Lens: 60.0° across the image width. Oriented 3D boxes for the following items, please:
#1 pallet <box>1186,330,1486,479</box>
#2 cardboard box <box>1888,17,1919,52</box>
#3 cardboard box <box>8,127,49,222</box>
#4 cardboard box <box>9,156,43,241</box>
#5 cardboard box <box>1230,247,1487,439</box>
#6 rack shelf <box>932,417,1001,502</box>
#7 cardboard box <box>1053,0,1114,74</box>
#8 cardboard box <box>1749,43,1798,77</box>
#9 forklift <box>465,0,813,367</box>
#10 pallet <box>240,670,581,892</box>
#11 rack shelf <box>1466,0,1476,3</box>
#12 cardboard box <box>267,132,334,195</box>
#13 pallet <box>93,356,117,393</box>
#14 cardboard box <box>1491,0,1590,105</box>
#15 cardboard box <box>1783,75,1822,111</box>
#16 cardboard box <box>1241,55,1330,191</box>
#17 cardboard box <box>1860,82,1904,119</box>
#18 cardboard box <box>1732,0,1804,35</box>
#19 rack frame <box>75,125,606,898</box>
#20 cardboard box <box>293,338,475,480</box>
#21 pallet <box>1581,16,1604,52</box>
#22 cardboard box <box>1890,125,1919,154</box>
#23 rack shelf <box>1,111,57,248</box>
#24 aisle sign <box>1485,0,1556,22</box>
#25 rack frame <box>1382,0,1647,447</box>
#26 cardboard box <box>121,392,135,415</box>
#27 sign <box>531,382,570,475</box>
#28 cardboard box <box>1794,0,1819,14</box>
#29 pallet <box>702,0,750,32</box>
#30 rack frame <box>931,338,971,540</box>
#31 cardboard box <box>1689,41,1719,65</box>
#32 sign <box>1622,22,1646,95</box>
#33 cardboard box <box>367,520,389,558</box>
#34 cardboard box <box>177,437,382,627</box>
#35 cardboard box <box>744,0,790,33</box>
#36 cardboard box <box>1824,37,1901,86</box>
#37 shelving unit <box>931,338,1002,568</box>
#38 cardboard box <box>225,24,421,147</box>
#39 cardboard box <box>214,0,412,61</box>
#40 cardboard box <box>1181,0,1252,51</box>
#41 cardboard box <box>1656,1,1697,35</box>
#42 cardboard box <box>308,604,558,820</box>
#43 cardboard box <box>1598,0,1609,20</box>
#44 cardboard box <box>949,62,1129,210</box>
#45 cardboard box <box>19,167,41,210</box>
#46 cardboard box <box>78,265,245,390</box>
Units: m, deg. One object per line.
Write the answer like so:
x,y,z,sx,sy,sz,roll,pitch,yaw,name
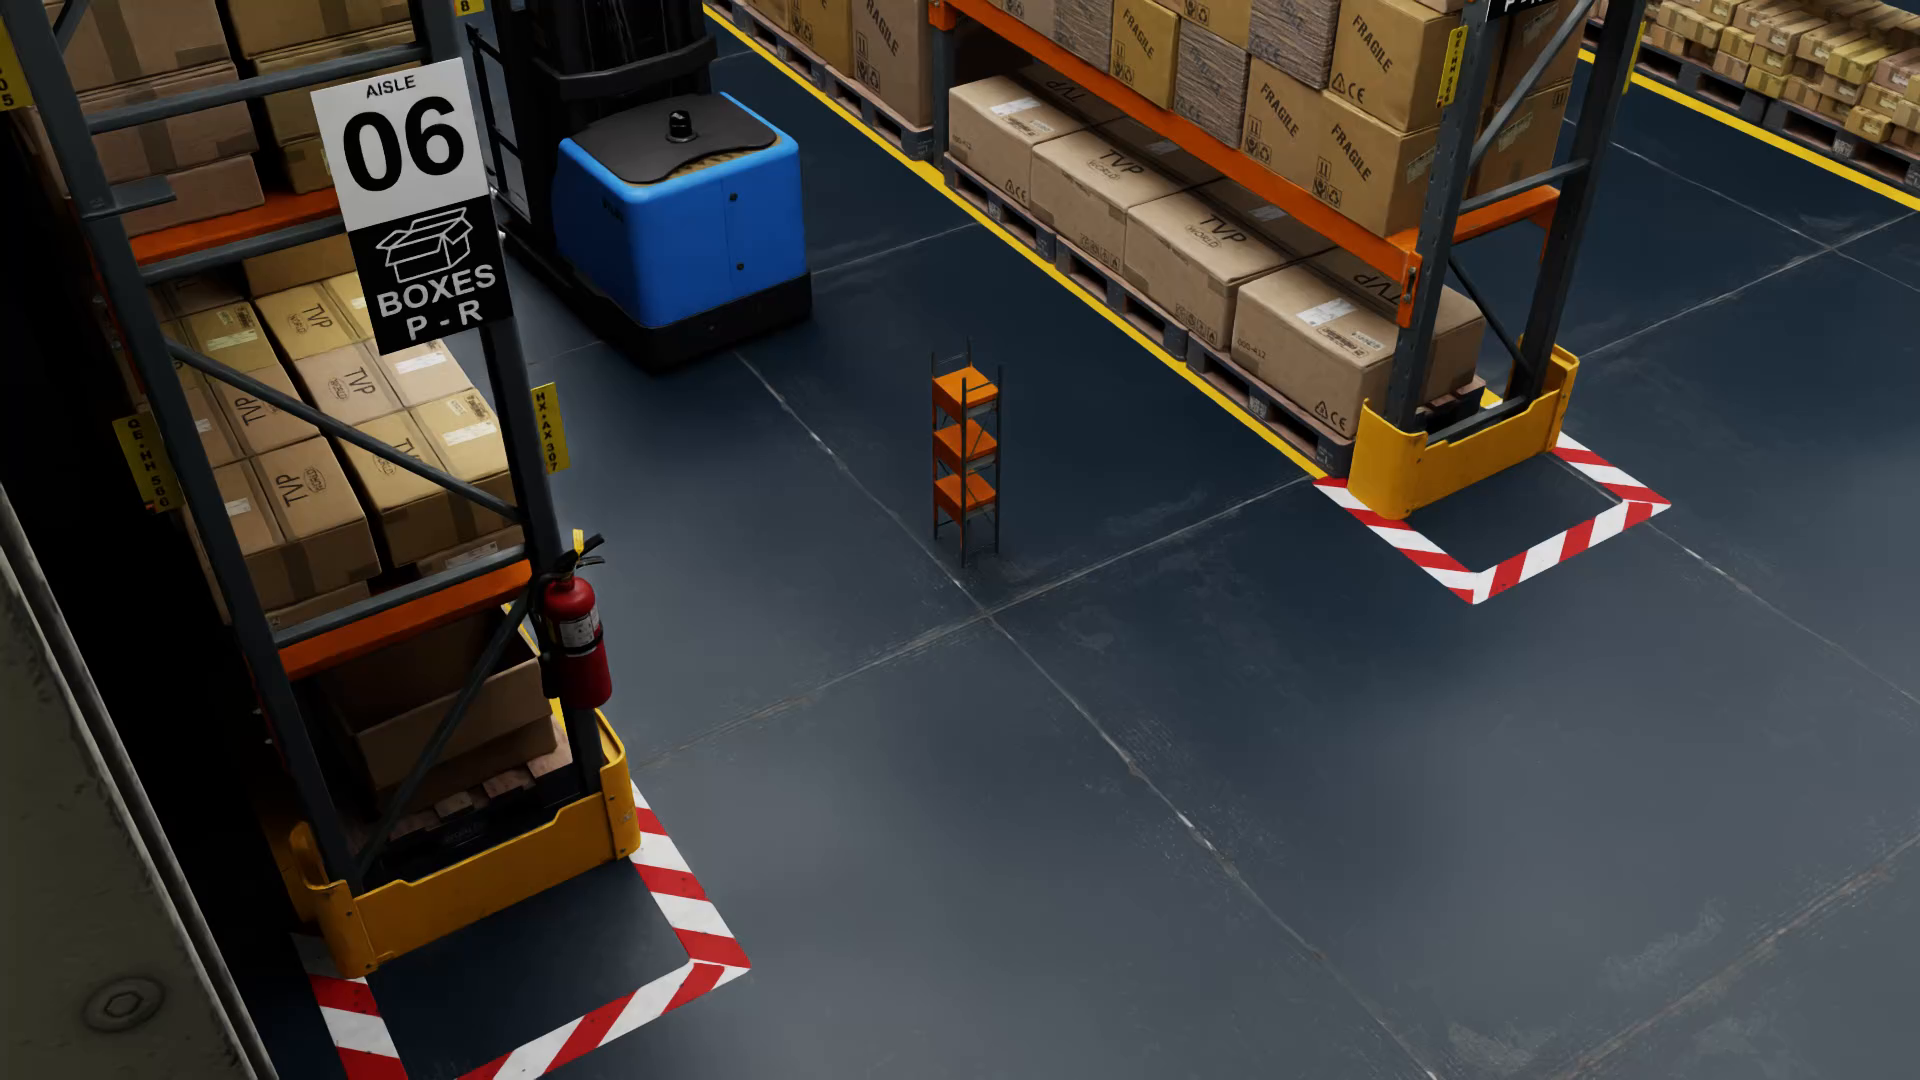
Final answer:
1.939,-0.868,8.687,1.003,0.211,1.213,-22,45,-24,pallet
6.282,-3.275,10.832,0.380,0.149,0.250,-22,45,-25,cardboard box
-3.860,-1.679,7.368,0.500,0.250,0.500,-23,45,-25,cardboard box
-4.955,-1.905,9.378,0.500,0.500,0.500,-24,46,-26,cardboard box
1.996,-1.033,8.381,0.875,0.438,0.875,-24,45,-26,cardboard box
0.029,-0.366,7.447,0.215,0.259,0.240,-22,45,-24,rack shelf
0.845,-2.845,8.803,0.500,0.500,0.500,-22,45,-24,cardboard box
5.460,-3.215,10.992,0.380,0.149,0.250,-22,44,-24,cardboard box
-2.103,-2.937,9.045,1.130,2.935,3.031,-25,46,-27,forklift
-2.218,0.776,6.714,1.003,0.211,1.213,-22,45,-24,pallet
1.360,-3.490,7.875,1.077,0.370,4.000,-22,45,-24,rack shelf
-1.723,-1.132,4.679,0.380,0.149,0.250,-21,44,-24,cardboard box
-4.368,-1.338,9.251,1.003,0.211,1.213,-22,45,-24,pallet
2.417,-2.314,7.386,0.500,0.500,0.500,-23,45,-25,cardboard box
5.659,-2.976,10.938,0.380,0.149,0.250,-22,44,-24,cardboard box
1.695,-2.018,7.811,0.500,0.500,0.500,-23,45,-25,cardboard box
5.935,-2.820,10.518,0.380,0.149,0.250,-23,45,-25,cardboard box
5.398,-3.506,11.108,0.380,0.149,0.250,-24,45,-26,cardboard box
-1.748,0.176,5.256,1.000,3.000,0.127,-22,45,-24,rack frame
-2.036,-0.490,5.941,0.500,0.250,0.500,-22,44,-24,cardboard box
4.794,-4.030,12.483,1.003,0.211,1.213,-22,45,-24,pallet
6.095,-2.572,10.452,0.380,0.149,0.250,-21,44,-24,cardboard box
-4.974,-2.786,9.373,1.077,0.370,4.000,-22,45,-24,rack shelf
2.212,-2.388,6.302,0.394,0.787,0.004,-22,45,-24,aisle sign
2.435,-1.535,7.309,1.000,3.000,0.127,-22,45,-24,rack frame
-2.907,-0.487,6.248,0.380,0.149,0.250,-22,45,-24,cardboard box
-1.291,-0.344,5.203,0.100,0.325,0.005,-22,45,-24,sign
5.835,-3.691,11.331,0.380,0.149,0.250,-22,44,-24,cardboard box
-1.506,-4.330,12.842,1.003,0.211,1.213,-22,45,-24,pallet
-0.037,-0.440,7.519,0.200,1.050,0.008,-22,45,-24,rack frame
5.266,-3.409,11.458,0.380,0.149,0.250,-21,44,-23,cardboard box
2.906,-2.085,7.232,0.100,0.325,0.005,-22,45,-24,sign
-1.869,-0.121,5.809,0.380,0.149,0.250,-21,44,-23,cardboard box
-2.219,-0.038,5.397,0.500,0.250,0.500,-21,44,-23,cardboard box
-1.089,-4.313,11.975,0.875,0.875,0.875,-22,44,-24,cardboard box
5.723,-3.038,10.547,0.380,0.149,0.250,-23,45,-25,cardboard box
0.029,-0.374,7.440,0.215,1.050,0.252,-22,45,-24,shelving unit
-1.756,-1.367,4.649,0.500,0.250,0.500,-23,45,-25,cardboard box
-1.775,-1.551,4.480,0.500,0.250,0.500,-23,45,-25,cardboard box
1.406,-2.675,7.819,0.500,0.500,0.500,-22,45,-25,cardboard box
5.055,-3.641,11.503,0.380,0.149,0.250,-23,45,-25,cardboard box
-1.997,0.611,6.356,0.797,0.503,0.637,-24,45,-26,cardboard box
4.828,-3.831,11.964,0.380,0.149,0.250,-23,45,-25,cardboard box
0.531,-2.495,10.135,0.875,0.438,0.875,-23,45,-25,cardboard box
-4.784,-1.930,8.902,0.380,0.149,0.250,-24,46,-26,cardboard box
-3.039,-0.868,6.393,0.500,0.250,0.500,-22,45,-24,cardboard box
